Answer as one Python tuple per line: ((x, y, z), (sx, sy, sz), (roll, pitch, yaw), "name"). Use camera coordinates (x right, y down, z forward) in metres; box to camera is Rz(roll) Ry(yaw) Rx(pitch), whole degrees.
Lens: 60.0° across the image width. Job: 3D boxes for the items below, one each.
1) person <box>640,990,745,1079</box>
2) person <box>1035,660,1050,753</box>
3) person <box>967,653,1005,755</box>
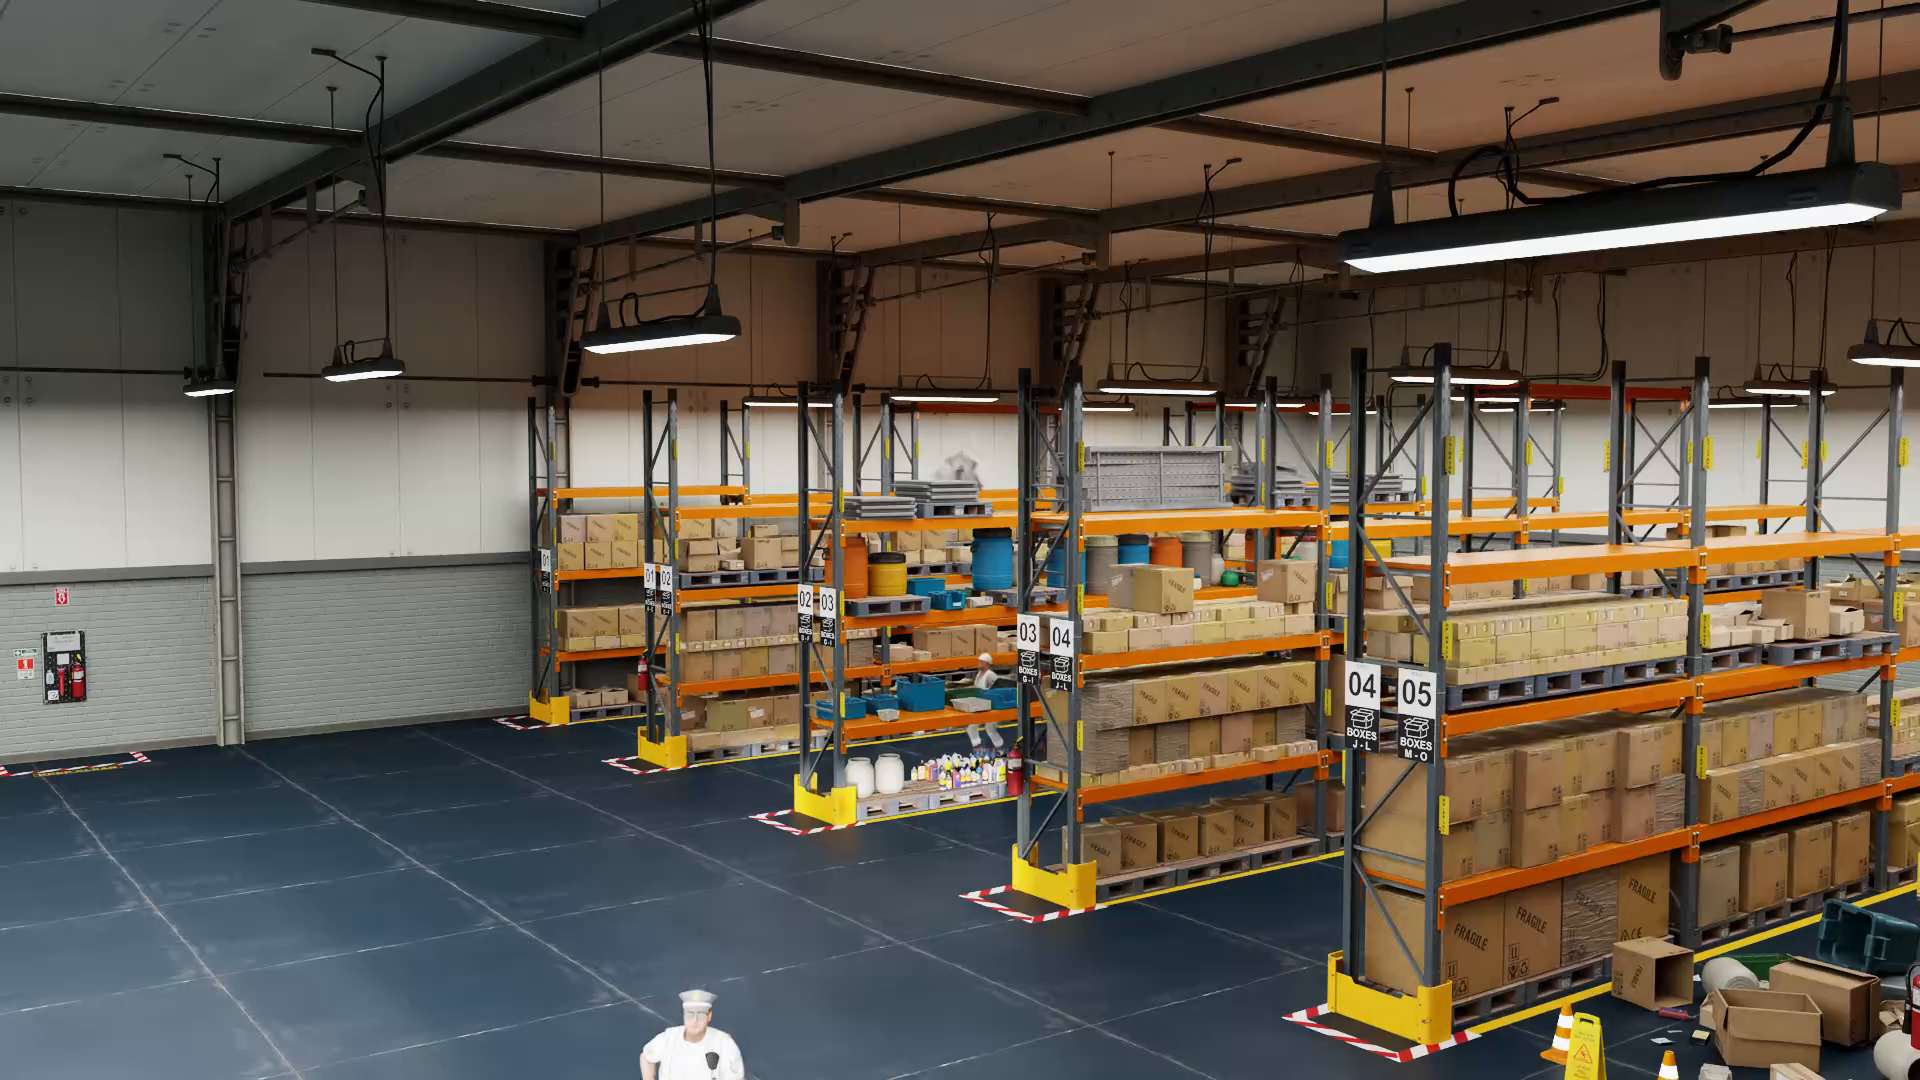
((-1.667, 3.674, 10.356), (0.655, 1.779, 0.660), (0, 3, -8), "person")
((1.515, 2.681, 27.919), (0.606, 1.648, 0.924), (3, 4, 41), "person")
((0.411, 2.718, 26.509), (0.767, 1.834, 0.637), (-3, 4, -37), "person")
